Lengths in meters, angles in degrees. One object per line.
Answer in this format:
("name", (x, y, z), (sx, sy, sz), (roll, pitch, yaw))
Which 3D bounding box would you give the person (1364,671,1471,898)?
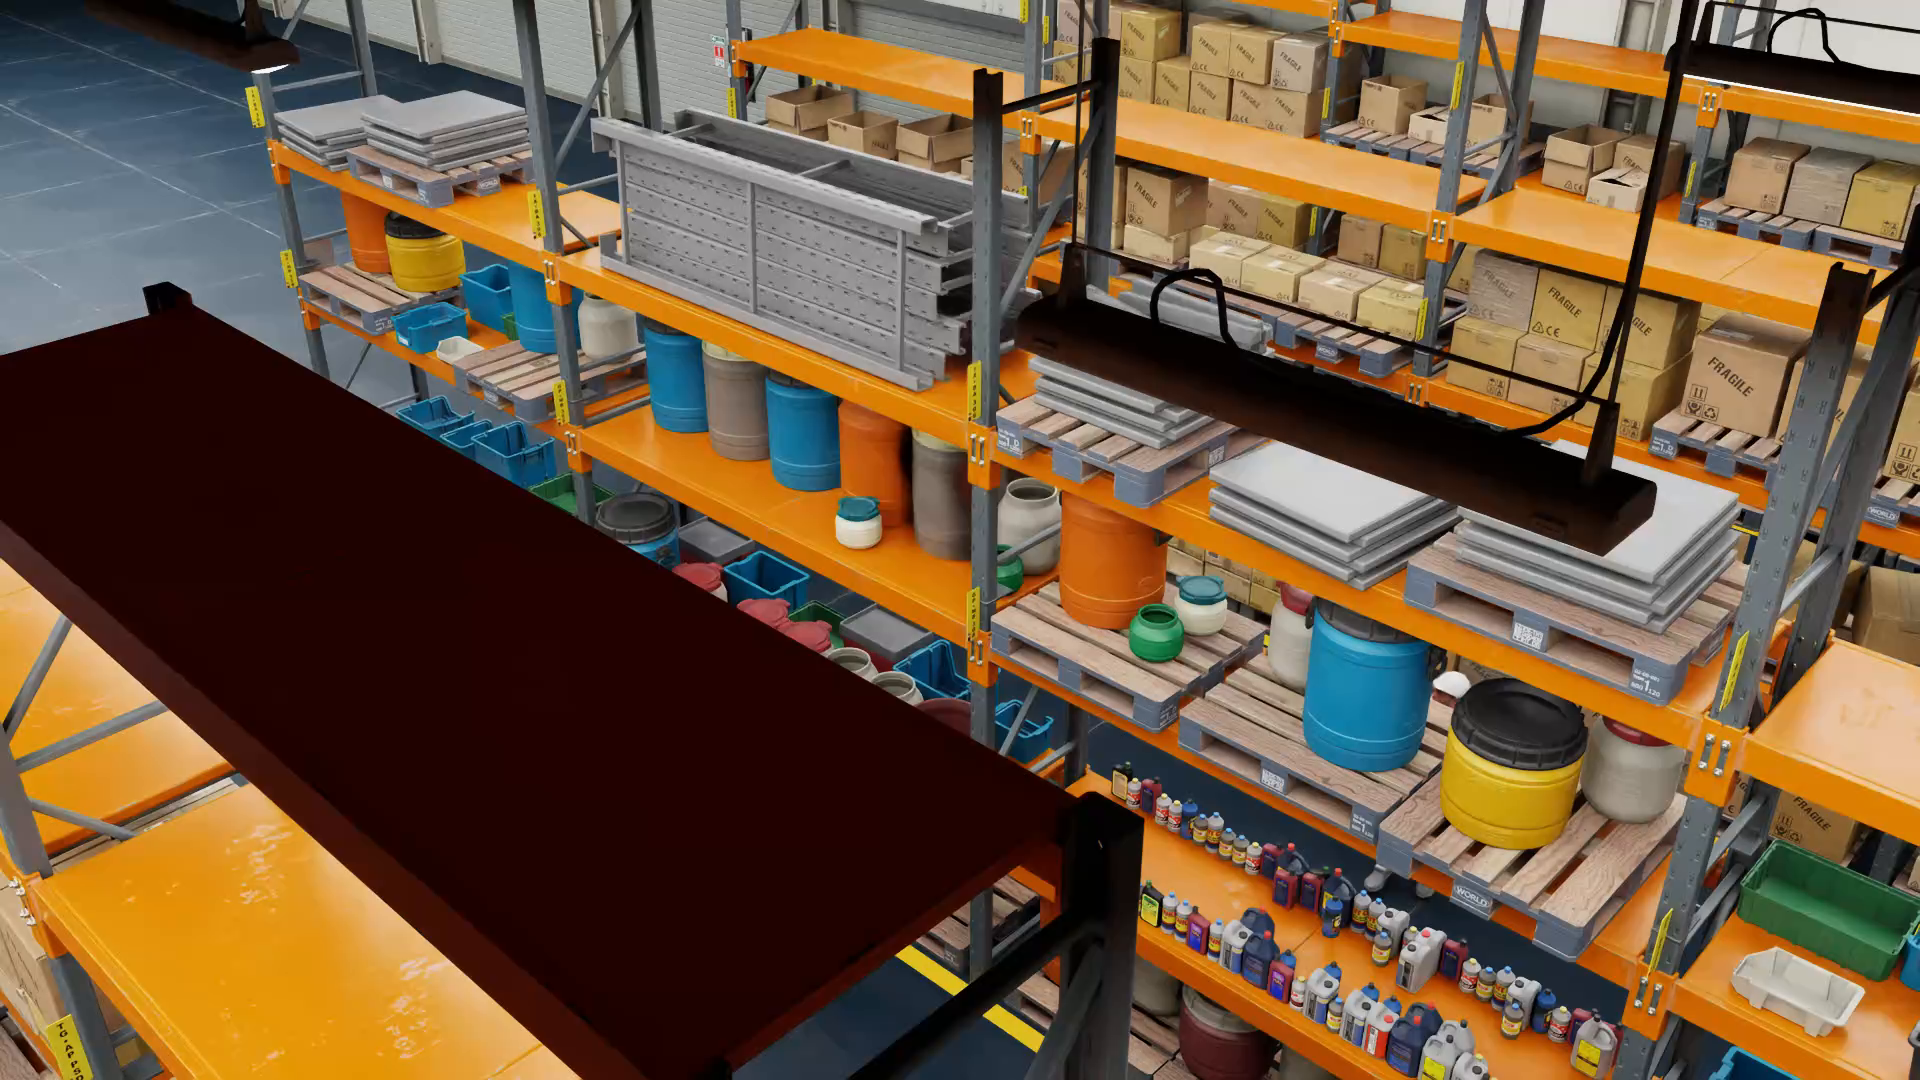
("person", (3.166, 1.687, 11.380), (0.520, 1.805, 0.572), (-19, 35, -30))

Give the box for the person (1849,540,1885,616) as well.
("person", (7.551, 0.284, 14.044), (1.066, 1.678, 0.693), (22, 36, 34))
